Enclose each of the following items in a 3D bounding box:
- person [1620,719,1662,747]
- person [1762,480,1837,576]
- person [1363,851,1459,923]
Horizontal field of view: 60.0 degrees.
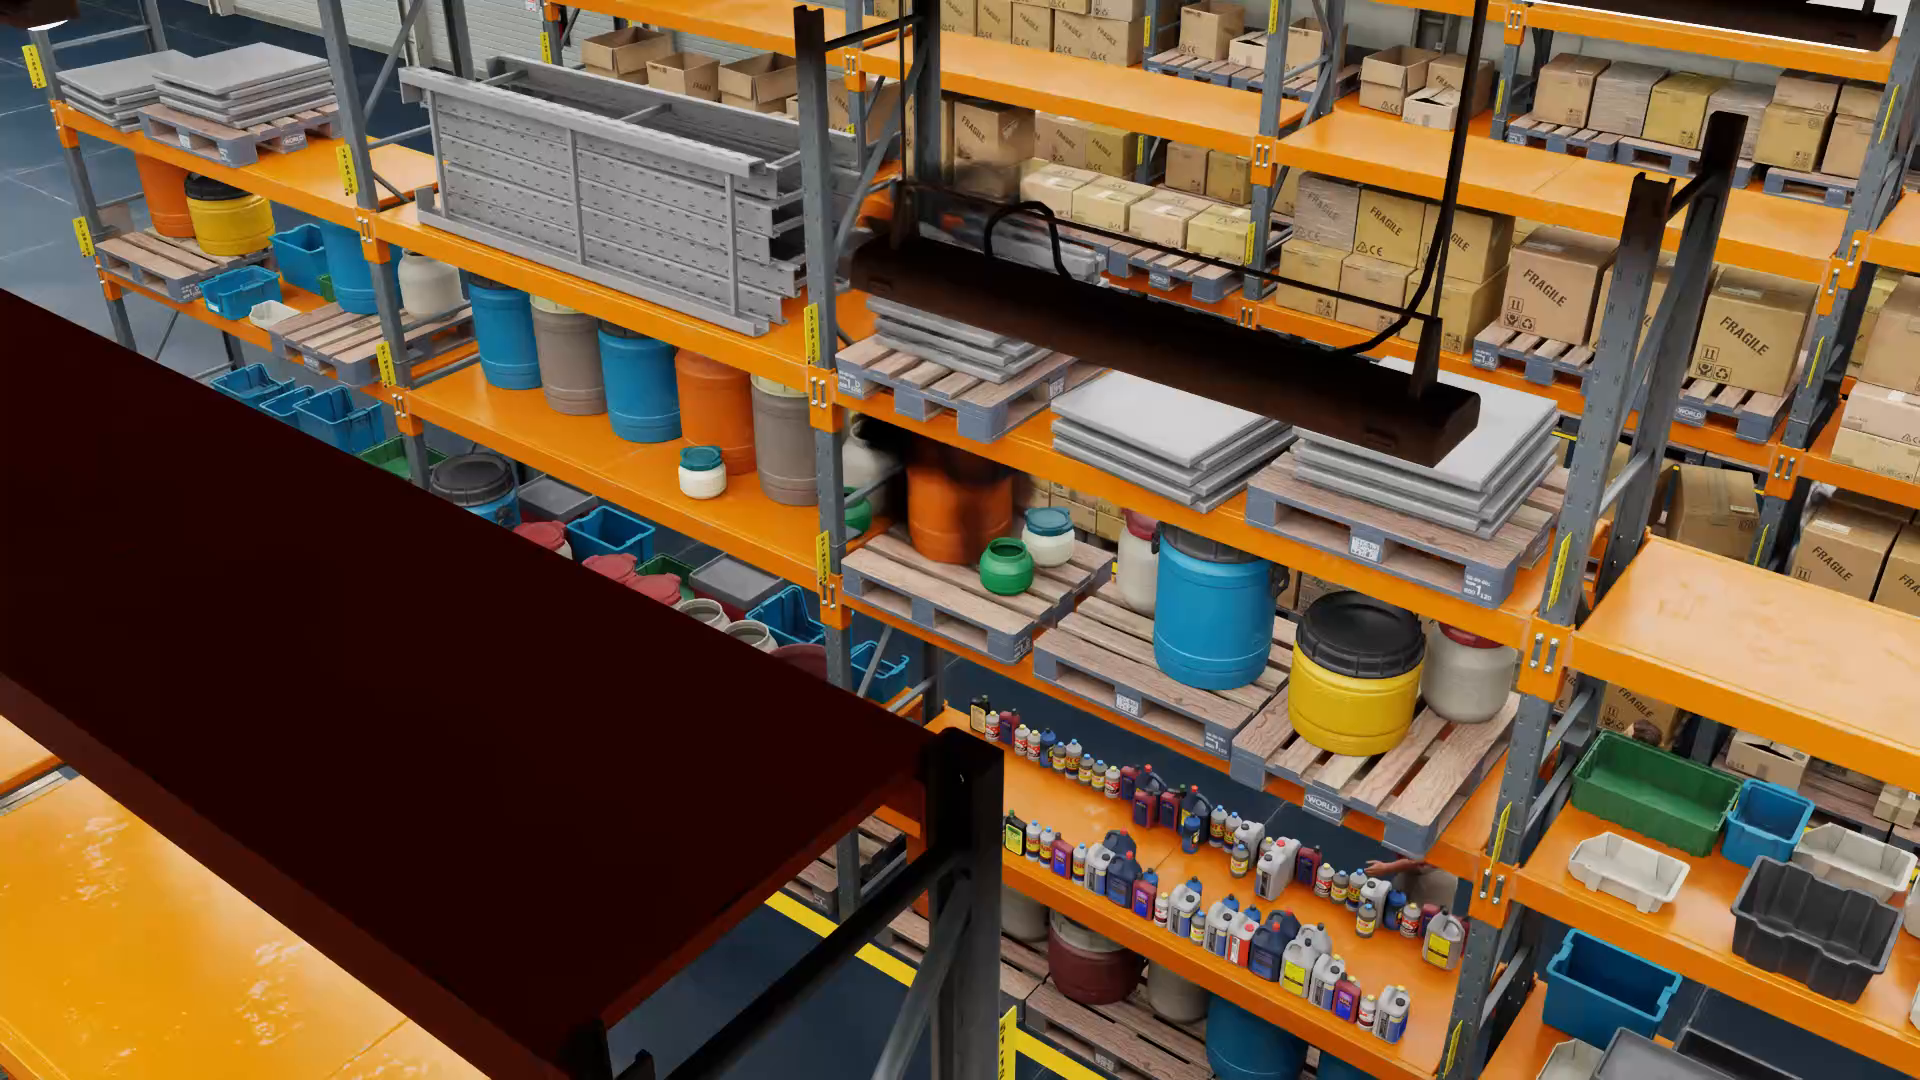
[{"bbox_3d":[4.204,1.826,10.689,0.688,1.688,0.560,16,35,24],"label":"person"},{"bbox_3d":[7.071,-0.052,13.734,0.931,1.685,0.664,13,34,20],"label":"person"},{"bbox_3d":[2.946,2.076,10.320,0.875,1.634,0.691,9,33,14],"label":"person"}]
